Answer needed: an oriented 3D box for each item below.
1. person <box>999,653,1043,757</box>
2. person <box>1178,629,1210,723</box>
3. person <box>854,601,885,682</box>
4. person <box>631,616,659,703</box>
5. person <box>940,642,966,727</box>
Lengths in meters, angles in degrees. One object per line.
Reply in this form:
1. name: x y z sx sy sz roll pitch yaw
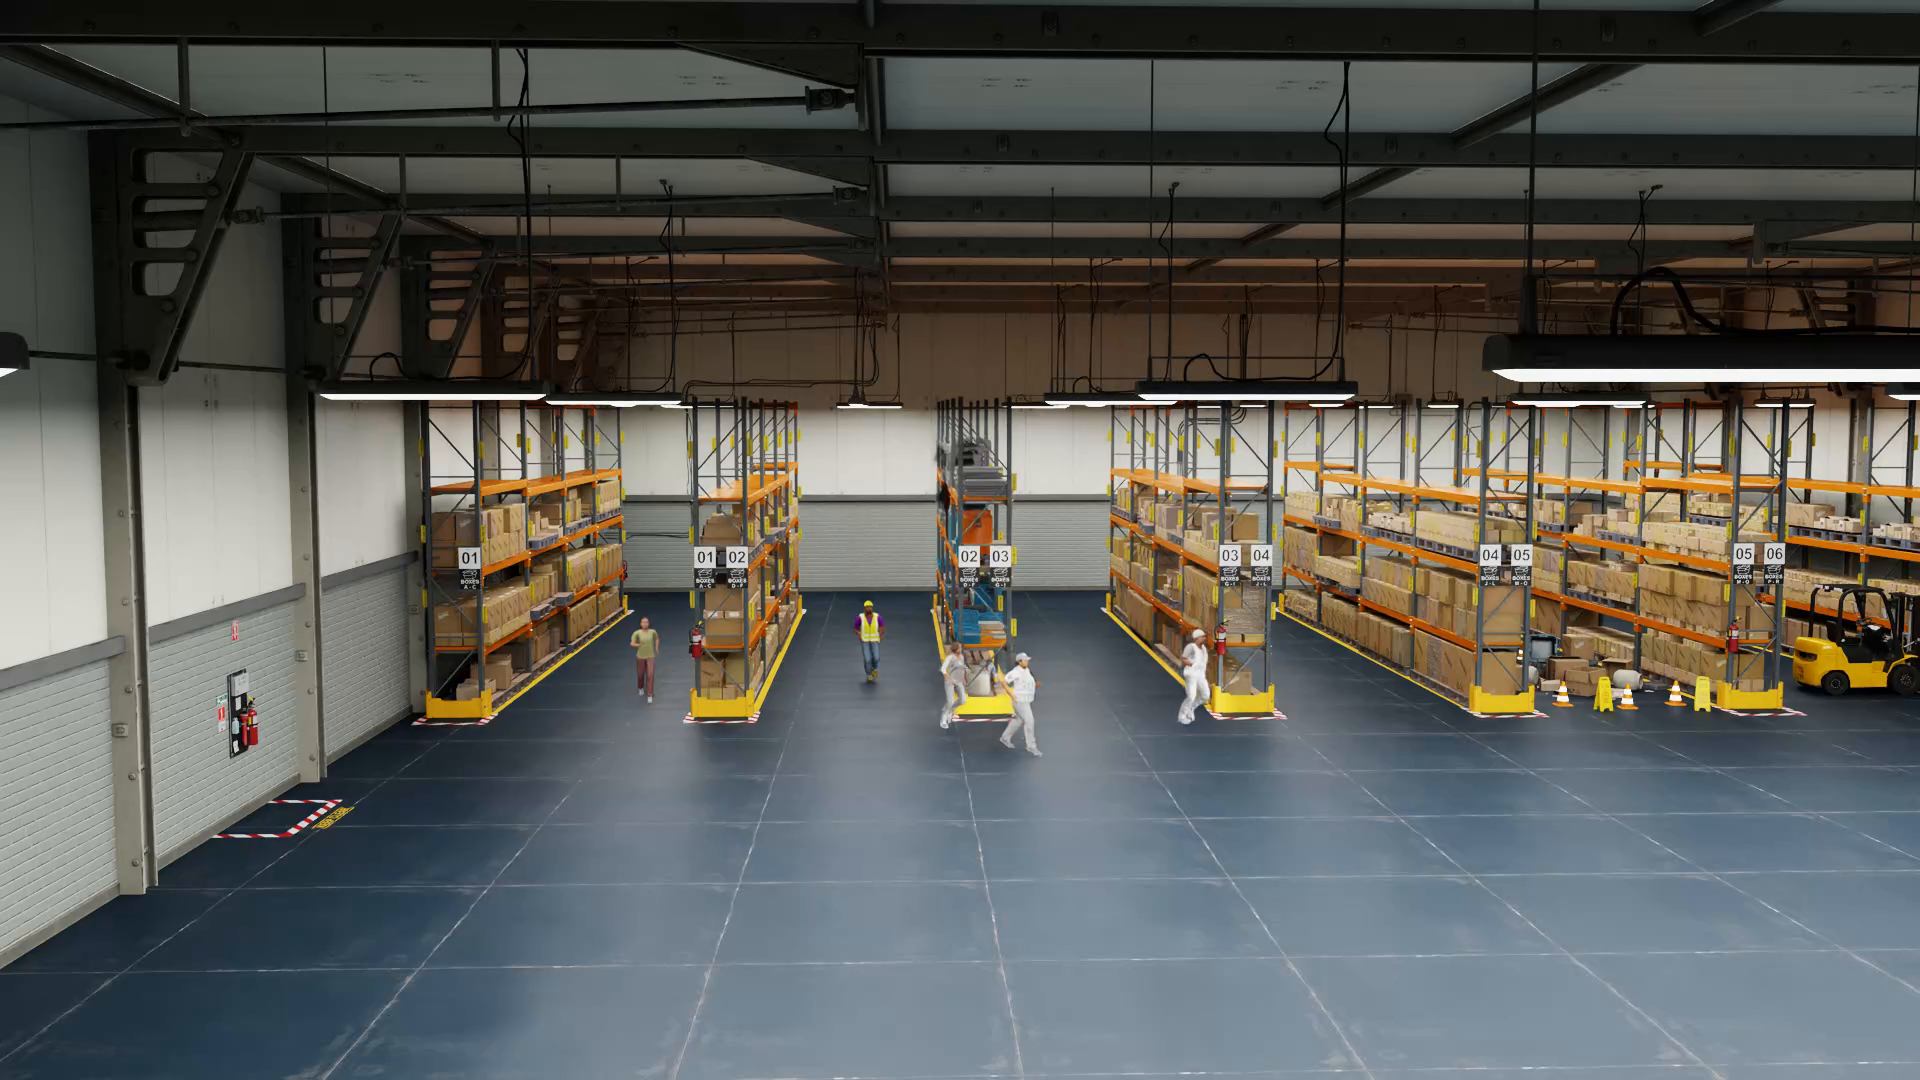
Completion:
1. person: 1.021 2.736 27.828 0.844 1.709 0.590 2 5 22
2. person: 4.382 2.500 30.595 0.683 1.702 0.574 -3 6 -38
3. person: -1.905 2.142 35.136 0.674 1.721 0.569 -1 4 -8
4. person: -6.212 2.329 32.838 0.575 1.652 0.970 -1 5 -15
5. person: -0.077 2.624 30.226 0.598 1.546 0.470 -4 6 -39
